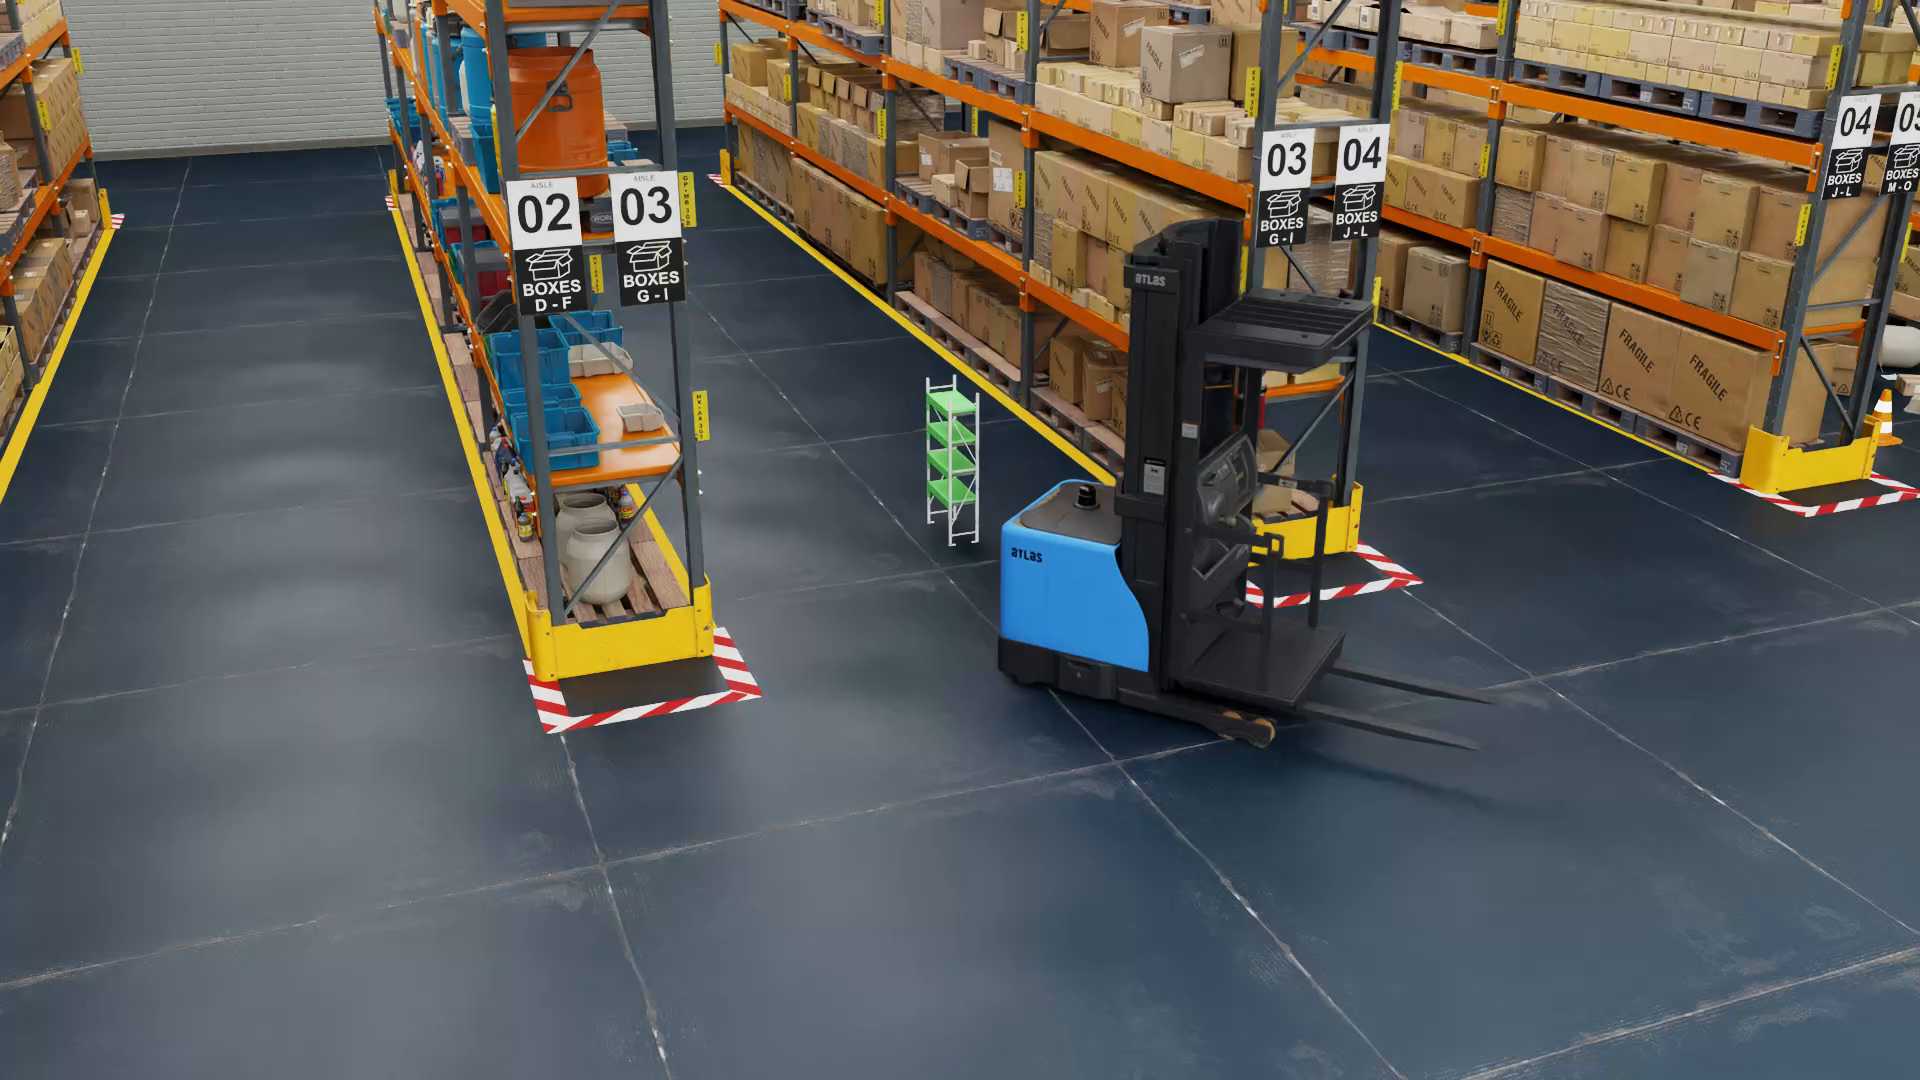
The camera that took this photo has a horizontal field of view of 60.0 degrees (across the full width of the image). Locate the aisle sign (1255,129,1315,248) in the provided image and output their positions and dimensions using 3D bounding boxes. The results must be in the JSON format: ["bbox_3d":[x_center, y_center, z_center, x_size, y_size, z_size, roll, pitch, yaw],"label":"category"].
[{"bbox_3d":[2.217,-2.396,11.349,0.394,0.787,0.004,-8,24,-19],"label":"aisle sign"}]

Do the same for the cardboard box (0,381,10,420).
[{"bbox_3d":[-8.845,-1.210,14.881,0.500,0.250,0.500,-8,24,-18],"label":"cardboard box"}]

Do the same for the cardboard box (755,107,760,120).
[{"bbox_3d":[-2.721,-6.132,23.883,0.380,0.149,0.250,-8,24,-18],"label":"cardboard box"}]

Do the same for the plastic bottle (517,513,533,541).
[{"bbox_3d":[-3.217,-0.103,12.292,0.097,0.201,0.097,0,23,0],"label":"plastic bottle"}]

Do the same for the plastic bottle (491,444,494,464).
[{"bbox_3d":[-3.833,-0.736,13.794,0.097,0.201,0.097,0,23,0],"label":"plastic bottle"}]

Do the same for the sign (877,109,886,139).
[{"bbox_3d":[-0.869,-4.625,18.493,0.100,0.325,0.005,-8,24,-19],"label":"sign"}]

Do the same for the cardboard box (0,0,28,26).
[{"bbox_3d":[-10.972,-6.018,18.978,0.500,0.250,0.500,-8,24,-19],"label":"cardboard box"}]

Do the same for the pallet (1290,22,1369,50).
[{"bbox_3d":[4.602,-5.881,19.346,1.213,0.211,1.003,-7,24,-17],"label":"pallet"}]

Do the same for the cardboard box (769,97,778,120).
[{"bbox_3d":[-2.350,-6.002,23.062,0.500,0.250,0.500,-8,24,-17],"label":"cardboard box"}]

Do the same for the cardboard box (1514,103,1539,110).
[{"bbox_3d":[8.127,-6.200,23.270,0.500,0.250,0.500,-9,24,-20],"label":"cardboard box"}]

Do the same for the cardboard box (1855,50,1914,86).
[{"bbox_3d":[7.221,-3.806,13.320,0.500,0.250,0.500,-8,24,-19],"label":"cardboard box"}]

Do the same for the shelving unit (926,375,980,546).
[{"bbox_3d":[-0.058,-0.613,12.783,0.258,1.200,0.503,-8,24,-19],"label":"shelving unit"}]

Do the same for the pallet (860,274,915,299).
[{"bbox_3d":[-0.559,-3.180,20.148,1.003,0.211,1.213,-8,24,-19],"label":"pallet"}]

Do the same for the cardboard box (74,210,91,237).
[{"bbox_3d":[-11.716,-4.140,21.808,0.500,0.250,0.500,-8,24,-19],"label":"cardboard box"}]

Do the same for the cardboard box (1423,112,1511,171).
[{"bbox_3d":[5.374,-4.232,17.636,0.700,0.500,0.500,-9,24,-20],"label":"cardboard box"}]

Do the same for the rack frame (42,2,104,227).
[{"bbox_3d":[-12.446,-5.718,22.577,1.000,3.000,0.127,-8,24,-19],"label":"rack frame"}]

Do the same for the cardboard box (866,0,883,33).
[{"bbox_3d":[-0.634,-6.004,18.720,0.797,0.503,0.637,-7,24,-16],"label":"cardboard box"}]

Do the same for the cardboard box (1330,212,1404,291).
[{"bbox_3d":[4.768,-3.418,19.478,1.050,0.750,0.750,-8,24,-18],"label":"cardboard box"}]

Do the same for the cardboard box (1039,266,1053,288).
[{"bbox_3d":[0.933,-2.387,14.999,0.380,0.149,0.250,-8,24,-19],"label":"cardboard box"}]

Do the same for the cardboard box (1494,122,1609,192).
[{"bbox_3d":[5.836,-3.787,16.413,0.875,0.550,0.550,-8,24,-19],"label":"cardboard box"}]

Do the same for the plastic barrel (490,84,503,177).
[{"bbox_3d":[-2.680,-2.642,10.634,0.600,0.588,0.600,0,23,0],"label":"plastic barrel"}]

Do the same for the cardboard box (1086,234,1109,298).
[{"bbox_3d":[1.578,-2.372,14.128,0.875,0.500,0.500,-8,24,-19],"label":"cardboard box"}]

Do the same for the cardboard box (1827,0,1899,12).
[{"bbox_3d":[10.009,-6.005,18.406,0.500,0.250,0.500,-8,24,-18],"label":"cardboard box"}]

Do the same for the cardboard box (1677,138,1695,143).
[{"bbox_3d":[9.219,-5.070,20.823,0.380,0.149,0.250,-7,24,-16],"label":"cardboard box"}]

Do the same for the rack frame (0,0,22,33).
[{"bbox_3d":[-11.033,-7.029,17.963,1.000,3.000,0.127,-8,24,-19],"label":"rack frame"}]

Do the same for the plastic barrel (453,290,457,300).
[{"bbox_3d":[-5.456,-2.904,18.565,0.421,0.512,0.421,0,23,0],"label":"plastic barrel"}]

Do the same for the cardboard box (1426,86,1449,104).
[{"bbox_3d":[7.416,-6.716,25.140,0.500,0.250,0.500,-9,24,-20],"label":"cardboard box"}]

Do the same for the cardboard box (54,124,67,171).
[{"bbox_3d":[-11.142,-4.718,20.078,0.500,0.500,0.500,-8,24,-18],"label":"cardboard box"}]

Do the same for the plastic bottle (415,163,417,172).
[{"bbox_3d":[-6.411,-4.416,19.745,0.097,0.201,0.097,0,23,0],"label":"plastic bottle"}]

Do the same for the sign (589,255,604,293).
[{"bbox_3d":[-3.053,-2.235,13.957,0.100,0.325,0.005,-8,24,-19],"label":"sign"}]

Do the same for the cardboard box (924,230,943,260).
[{"bbox_3d":[-0.086,-3.326,18.588,0.500,0.250,0.500,-7,24,-17],"label":"cardboard box"}]

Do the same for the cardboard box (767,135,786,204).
[{"bbox_3d":[-2.240,-5.414,24.052,0.875,0.875,0.875,-8,24,-19],"label":"cardboard box"}]

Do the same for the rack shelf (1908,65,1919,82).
[{"bbox_3d":[11.040,-4.399,16.513,1.077,0.370,4.000,-8,24,-19],"label":"rack shelf"}]

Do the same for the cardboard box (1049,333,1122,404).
[{"bbox_3d":[1.166,-1.606,15.500,0.500,0.500,0.500,-9,25,-21],"label":"cardboard box"}]

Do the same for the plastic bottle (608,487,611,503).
[{"bbox_3d":[-2.699,-0.394,12.983,0.097,0.201,0.097,0,23,0],"label":"plastic bottle"}]

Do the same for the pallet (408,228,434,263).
[{"bbox_3d":[-6.694,-3.919,21.901,1.003,0.211,1.213,-8,24,-19],"label":"pallet"}]

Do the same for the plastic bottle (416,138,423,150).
[{"bbox_3d":[-6.562,-4.733,20.304,0.144,0.351,0.185,-8,24,-19],"label":"plastic bottle"}]

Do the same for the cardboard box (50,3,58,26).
[{"bbox_3d":[-11.851,-6.697,21.232,0.500,0.250,0.500,-8,24,-19],"label":"cardboard box"}]

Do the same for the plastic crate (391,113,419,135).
[{"bbox_3d":[-7.460,-5.624,22.493,0.416,0.233,0.300,-8,24,-19],"label":"plastic crate"}]

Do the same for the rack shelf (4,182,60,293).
[{"bbox_3d":[-10.326,-3.206,17.544,1.077,0.370,4.000,-8,24,-19],"label":"rack shelf"}]

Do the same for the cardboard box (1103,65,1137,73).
[{"bbox_3d":[1.456,-4.024,14.376,0.380,0.149,0.250,-8,24,-18],"label":"cardboard box"}]

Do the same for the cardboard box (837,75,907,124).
[{"bbox_3d":[-1.065,-5.425,20.462,0.797,0.503,0.637,-8,24,-17],"label":"cardboard box"}]

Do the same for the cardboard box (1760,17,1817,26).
[{"bbox_3d":[6.973,-4.314,14.011,0.380,0.149,0.250,-9,24,-20],"label":"cardboard box"}]

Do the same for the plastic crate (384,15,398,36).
[{"bbox_3d":[-6.830,-6.339,20.463,0.450,0.188,0.662,-8,24,-19],"label":"plastic crate"}]

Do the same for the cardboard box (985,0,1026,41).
[{"bbox_3d":[0.404,-5.321,17.003,0.500,0.500,0.500,-8,24,-18],"label":"cardboard box"}]

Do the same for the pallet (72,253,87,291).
[{"bbox_3d":[-11.274,-3.229,20.263,1.003,0.211,1.213,-8,24,-19],"label":"pallet"}]

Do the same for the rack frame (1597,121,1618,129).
[{"bbox_3d":[8.920,-5.528,22.128,1.000,3.000,0.127,-8,24,-19],"label":"rack frame"}]

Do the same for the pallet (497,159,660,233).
[{"bbox_3d":[-2.359,-2.191,10.592,1.003,0.211,1.213,-8,24,-19],"label":"pallet"}]

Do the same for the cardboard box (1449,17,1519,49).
[{"bbox_3d":[5.339,-5.146,16.884,0.500,0.250,0.500,-8,24,-18],"label":"cardboard box"}]

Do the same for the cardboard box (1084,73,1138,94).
[{"bbox_3d":[1.250,-3.779,13.796,0.380,0.149,0.250,-8,24,-17],"label":"cardboard box"}]

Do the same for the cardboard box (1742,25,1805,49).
[{"bbox_3d":[6.537,-4.039,13.360,0.380,0.149,0.250,-8,24,-18],"label":"cardboard box"}]

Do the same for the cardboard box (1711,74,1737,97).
[{"bbox_3d":[6.448,-3.763,13.731,0.380,0.149,0.250,-8,24,-18],"label":"cardboard box"}]

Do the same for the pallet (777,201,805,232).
[{"bbox_3d":[-1.959,-4.624,23.573,1.003,0.211,1.213,-8,24,-19],"label":"pallet"}]

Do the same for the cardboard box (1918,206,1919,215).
[{"bbox_3d":[10.459,-3.529,17.708,0.380,0.149,0.250,-8,24,-17],"label":"cardboard box"}]

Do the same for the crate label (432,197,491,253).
[{"bbox_3d":[-4.886,-3.107,16.338,0.502,0.435,0.616,-8,24,-19],"label":"crate label"}]

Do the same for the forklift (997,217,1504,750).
[{"bbox_3d":[1.786,-0.348,9.925,3.031,2.935,1.130,12,26,26],"label":"forklift"}]

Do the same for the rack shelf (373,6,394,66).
[{"bbox_3d":[-7.104,-6.720,22.019,1.077,0.370,4.000,-8,24,-19],"label":"rack shelf"}]

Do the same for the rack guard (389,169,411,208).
[{"bbox_3d":[-7.831,-5.251,24.688,1.175,0.500,0.348,-8,24,-19],"label":"rack guard"}]
